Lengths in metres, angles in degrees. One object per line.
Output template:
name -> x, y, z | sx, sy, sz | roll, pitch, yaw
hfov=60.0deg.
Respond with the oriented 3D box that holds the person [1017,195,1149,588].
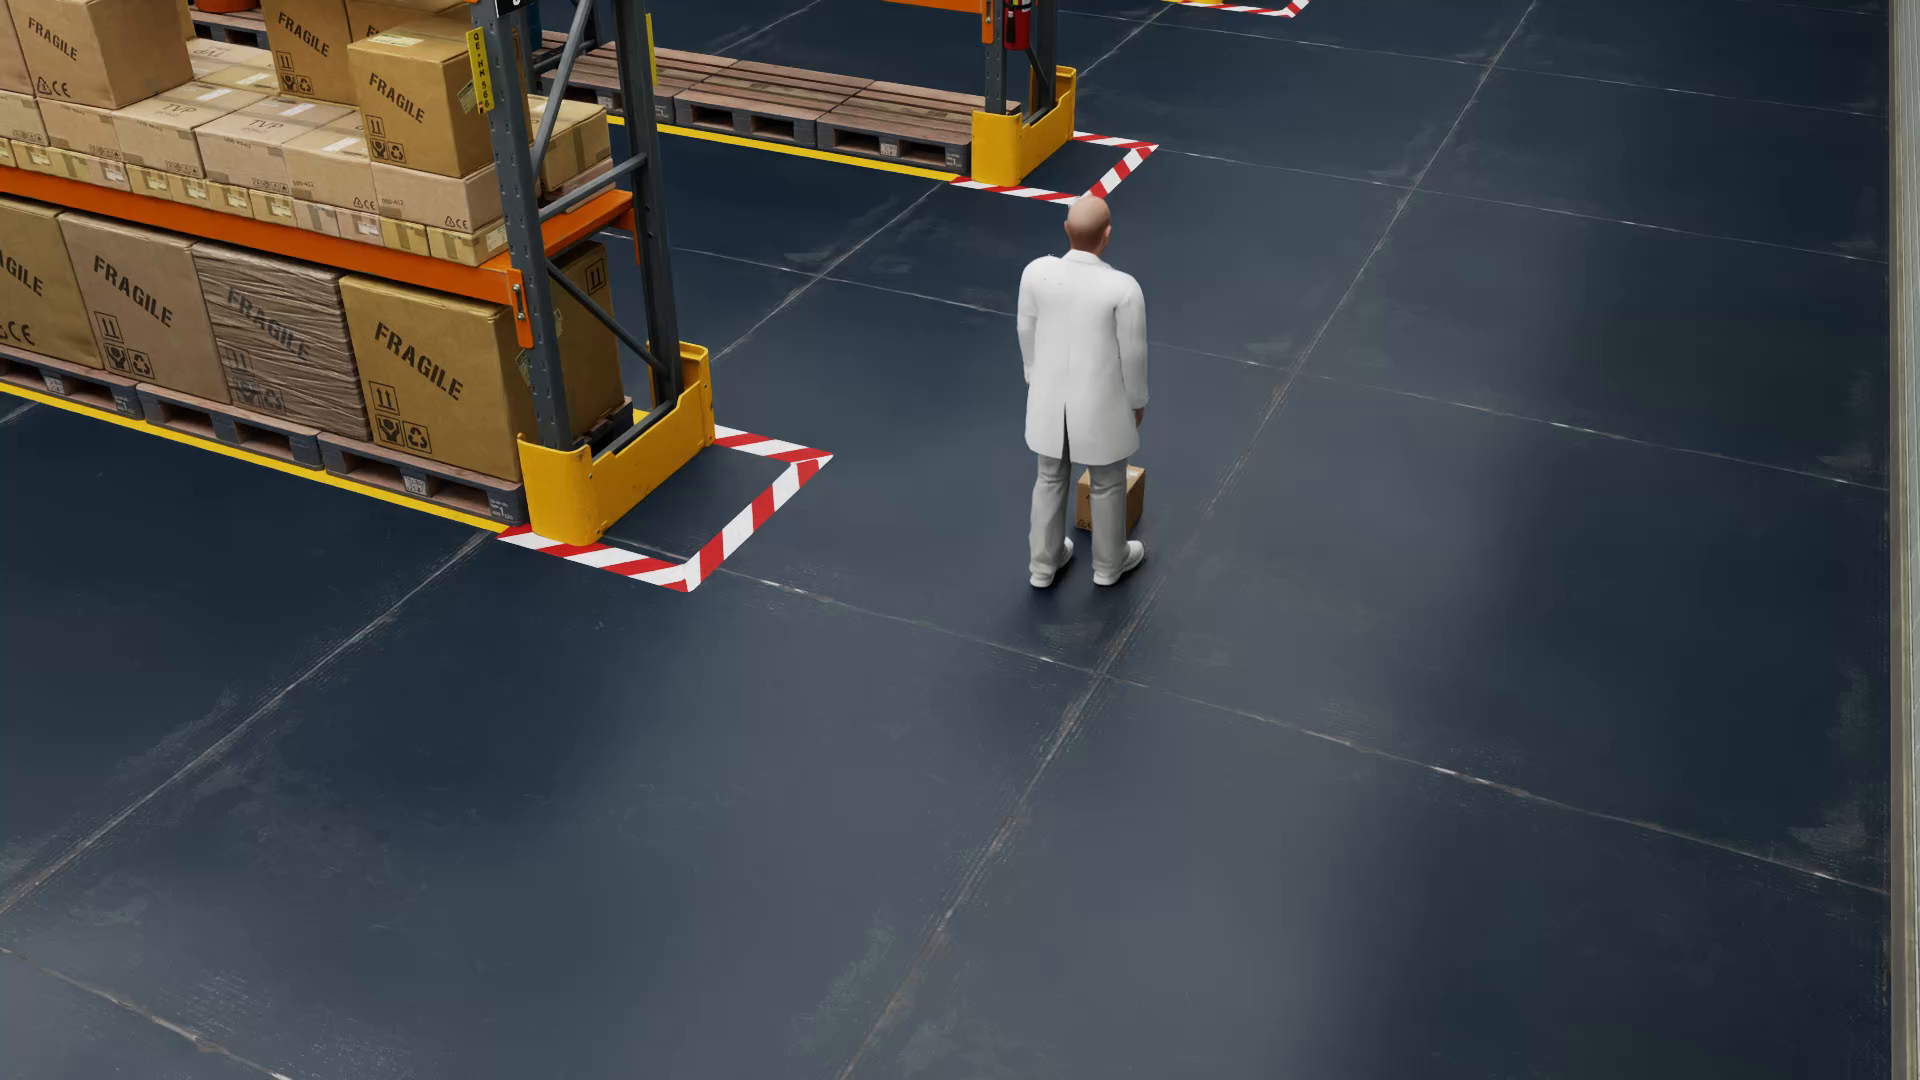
person -> 0.536, -0.624, 7.093 | 0.576, 1.787, 0.508 | 14, 36, 21
